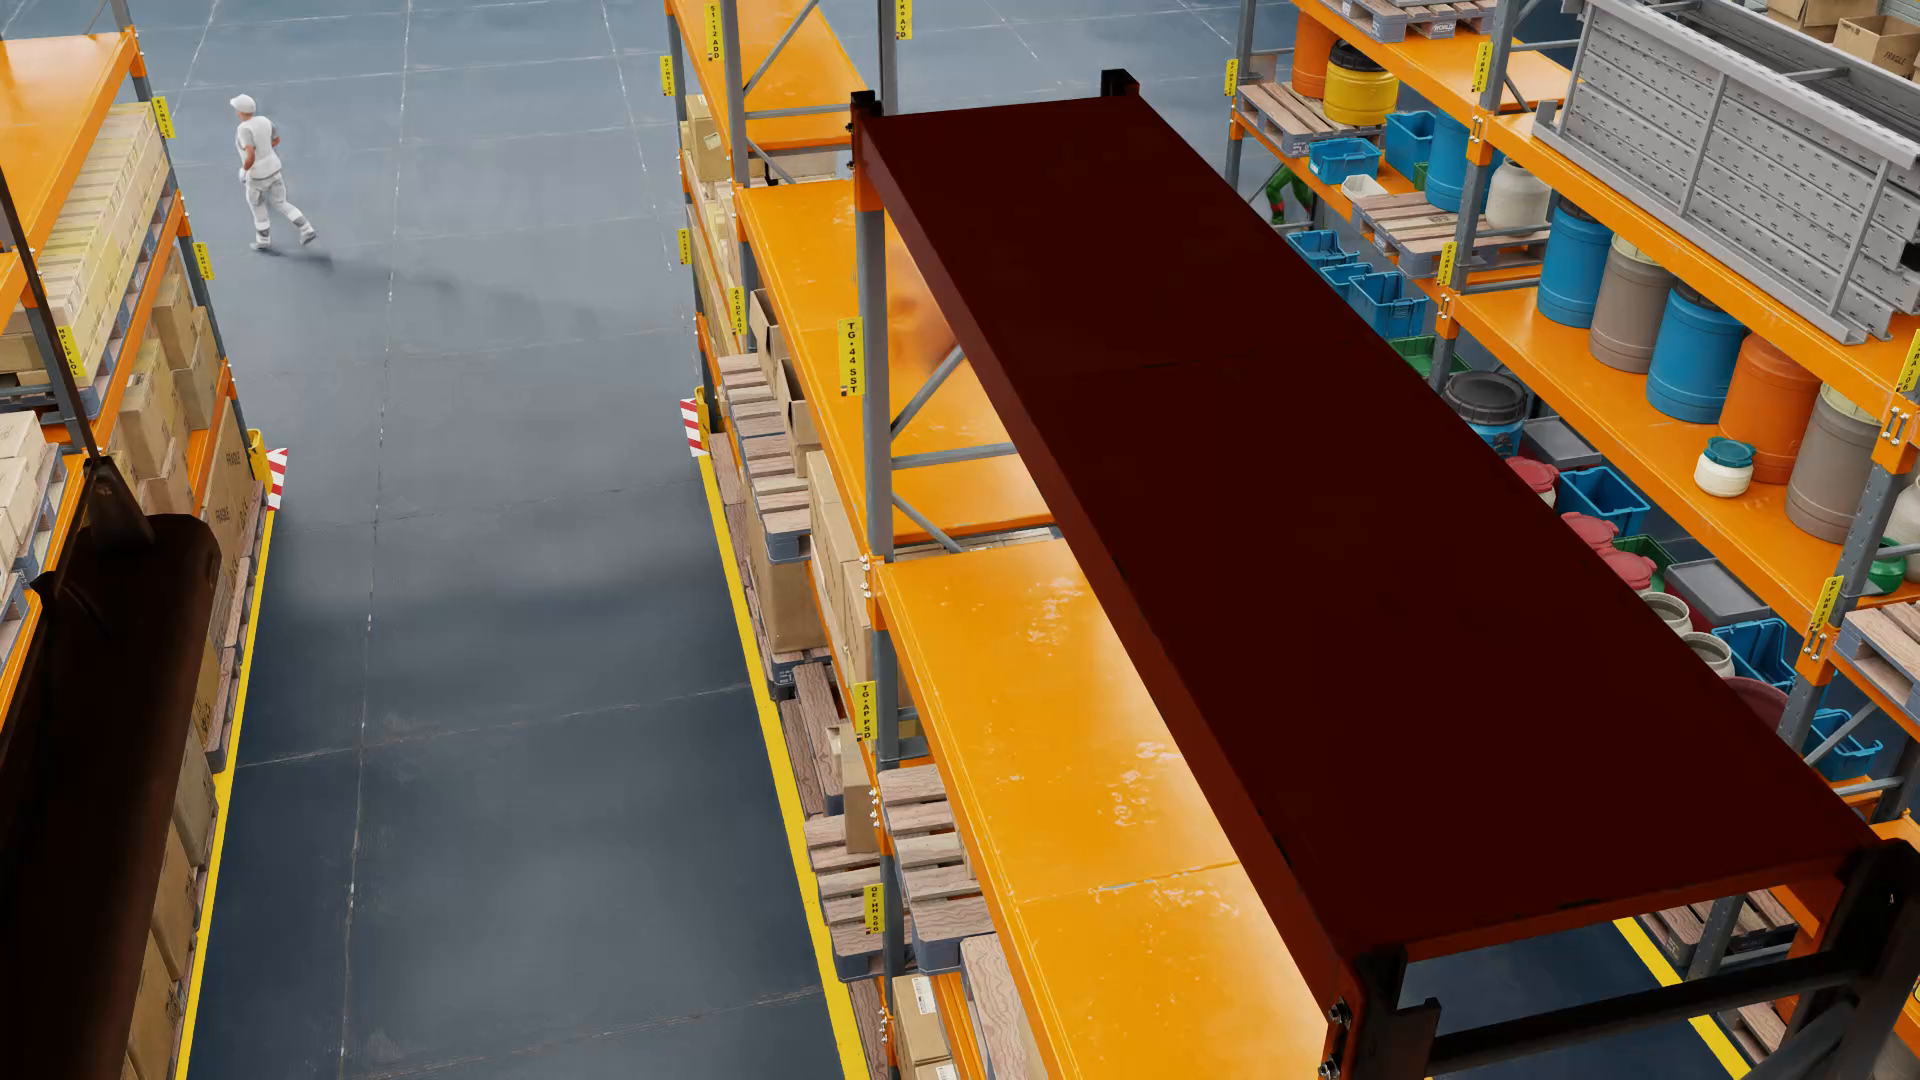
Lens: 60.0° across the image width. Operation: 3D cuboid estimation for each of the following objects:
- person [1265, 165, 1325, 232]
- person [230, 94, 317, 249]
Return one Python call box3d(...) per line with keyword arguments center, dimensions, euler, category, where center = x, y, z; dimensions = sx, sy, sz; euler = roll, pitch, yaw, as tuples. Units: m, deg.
box3d(center=(3.820, -4.251, 18.747), dimensions=(0.761, 1.808, 0.664), euler=(8, 35, 12), category="person")
box3d(center=(-7.689, -4.031, 18.381), dimensions=(0.864, 1.807, 0.682), euler=(13, 36, 18), category="person")
